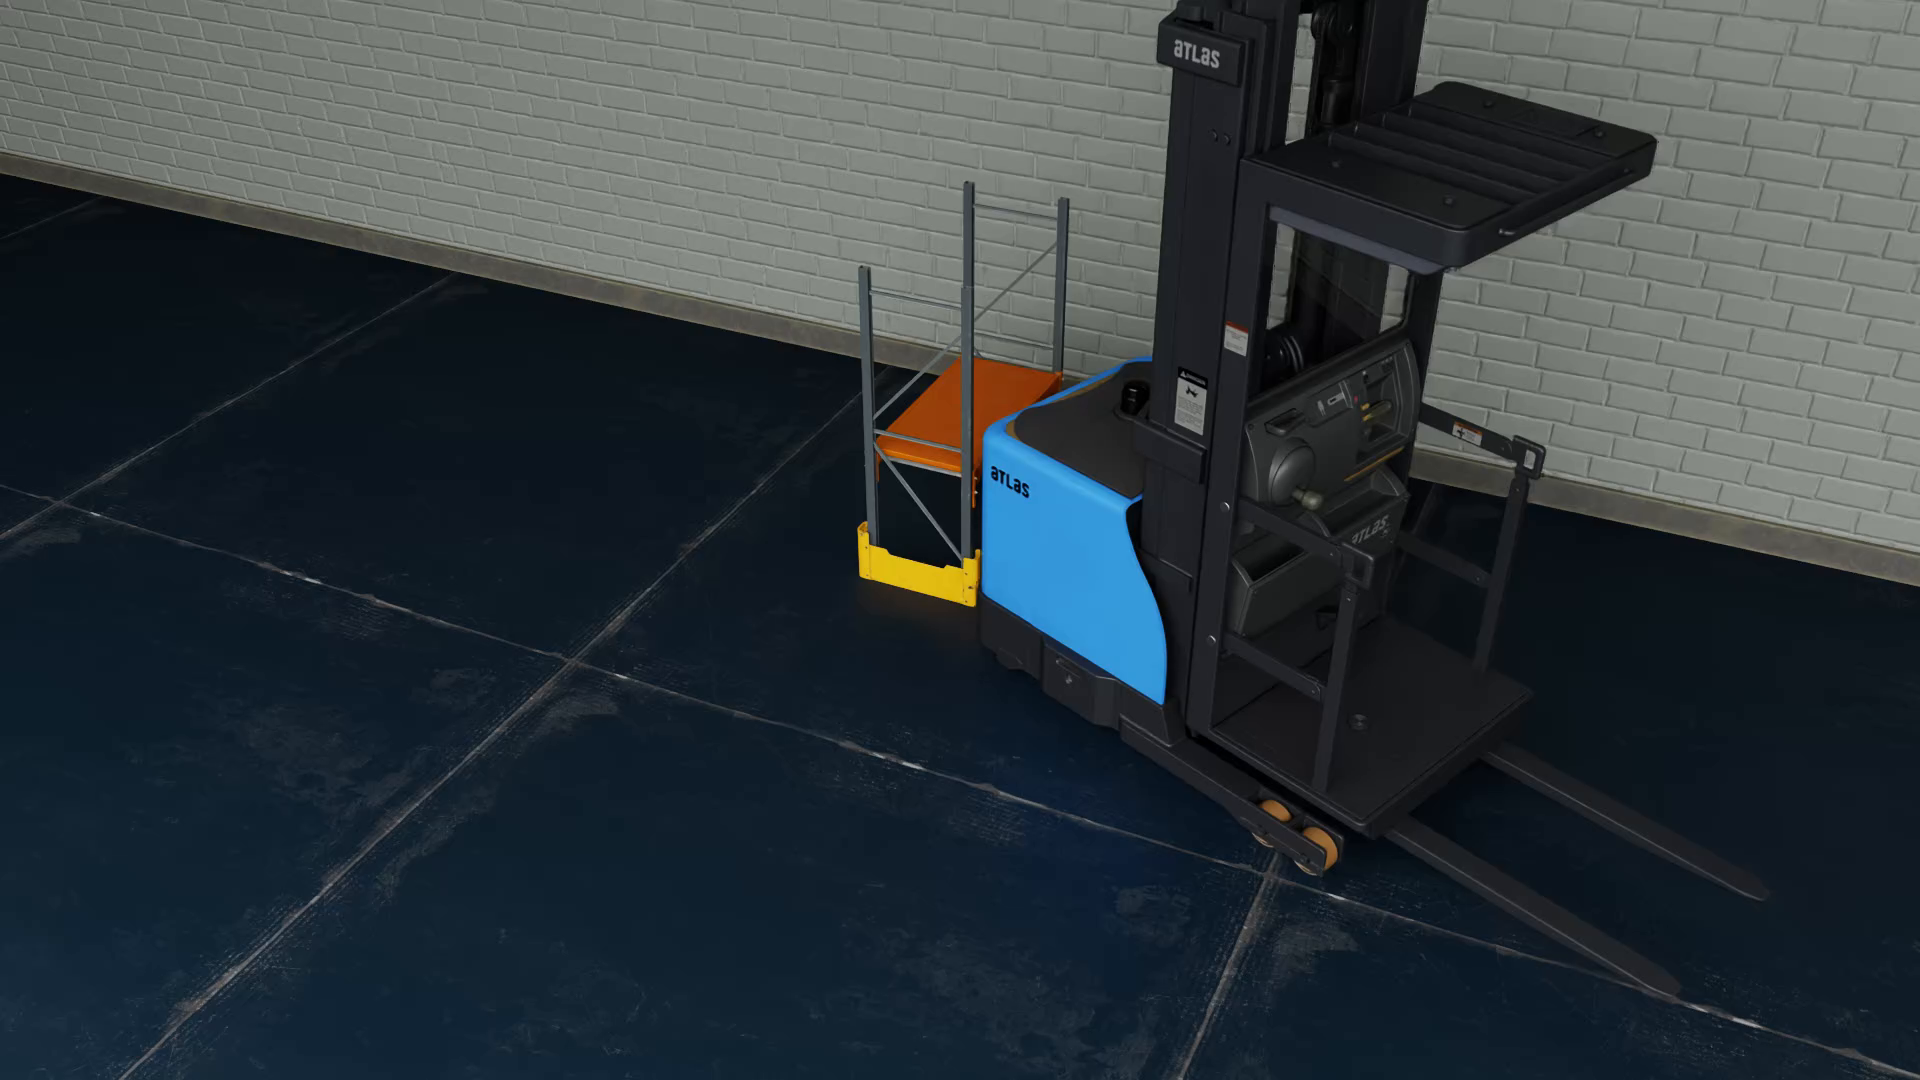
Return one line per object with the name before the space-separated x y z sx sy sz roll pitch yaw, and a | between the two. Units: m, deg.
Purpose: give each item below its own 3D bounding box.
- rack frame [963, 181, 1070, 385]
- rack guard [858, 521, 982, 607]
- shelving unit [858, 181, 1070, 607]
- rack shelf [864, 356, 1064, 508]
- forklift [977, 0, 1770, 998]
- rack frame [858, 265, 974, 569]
rack frame | 0.248 -0.923 7.790 0.500 1.500 0.032 14 36 20
rack guard | -0.176 0.106 7.361 0.587 0.250 0.087 14 36 20
shelving unit | 0.032 -0.665 7.397 0.587 1.500 1.083 14 36 20
rack shelf | 0.036 -0.519 7.502 0.538 0.185 1.000 14 36 20
forklift | 1.439 -0.352 5.613 1.130 2.935 3.031 -27 42 -34
rack frame | -0.177 -0.417 7.017 0.500 1.500 0.032 14 36 20
